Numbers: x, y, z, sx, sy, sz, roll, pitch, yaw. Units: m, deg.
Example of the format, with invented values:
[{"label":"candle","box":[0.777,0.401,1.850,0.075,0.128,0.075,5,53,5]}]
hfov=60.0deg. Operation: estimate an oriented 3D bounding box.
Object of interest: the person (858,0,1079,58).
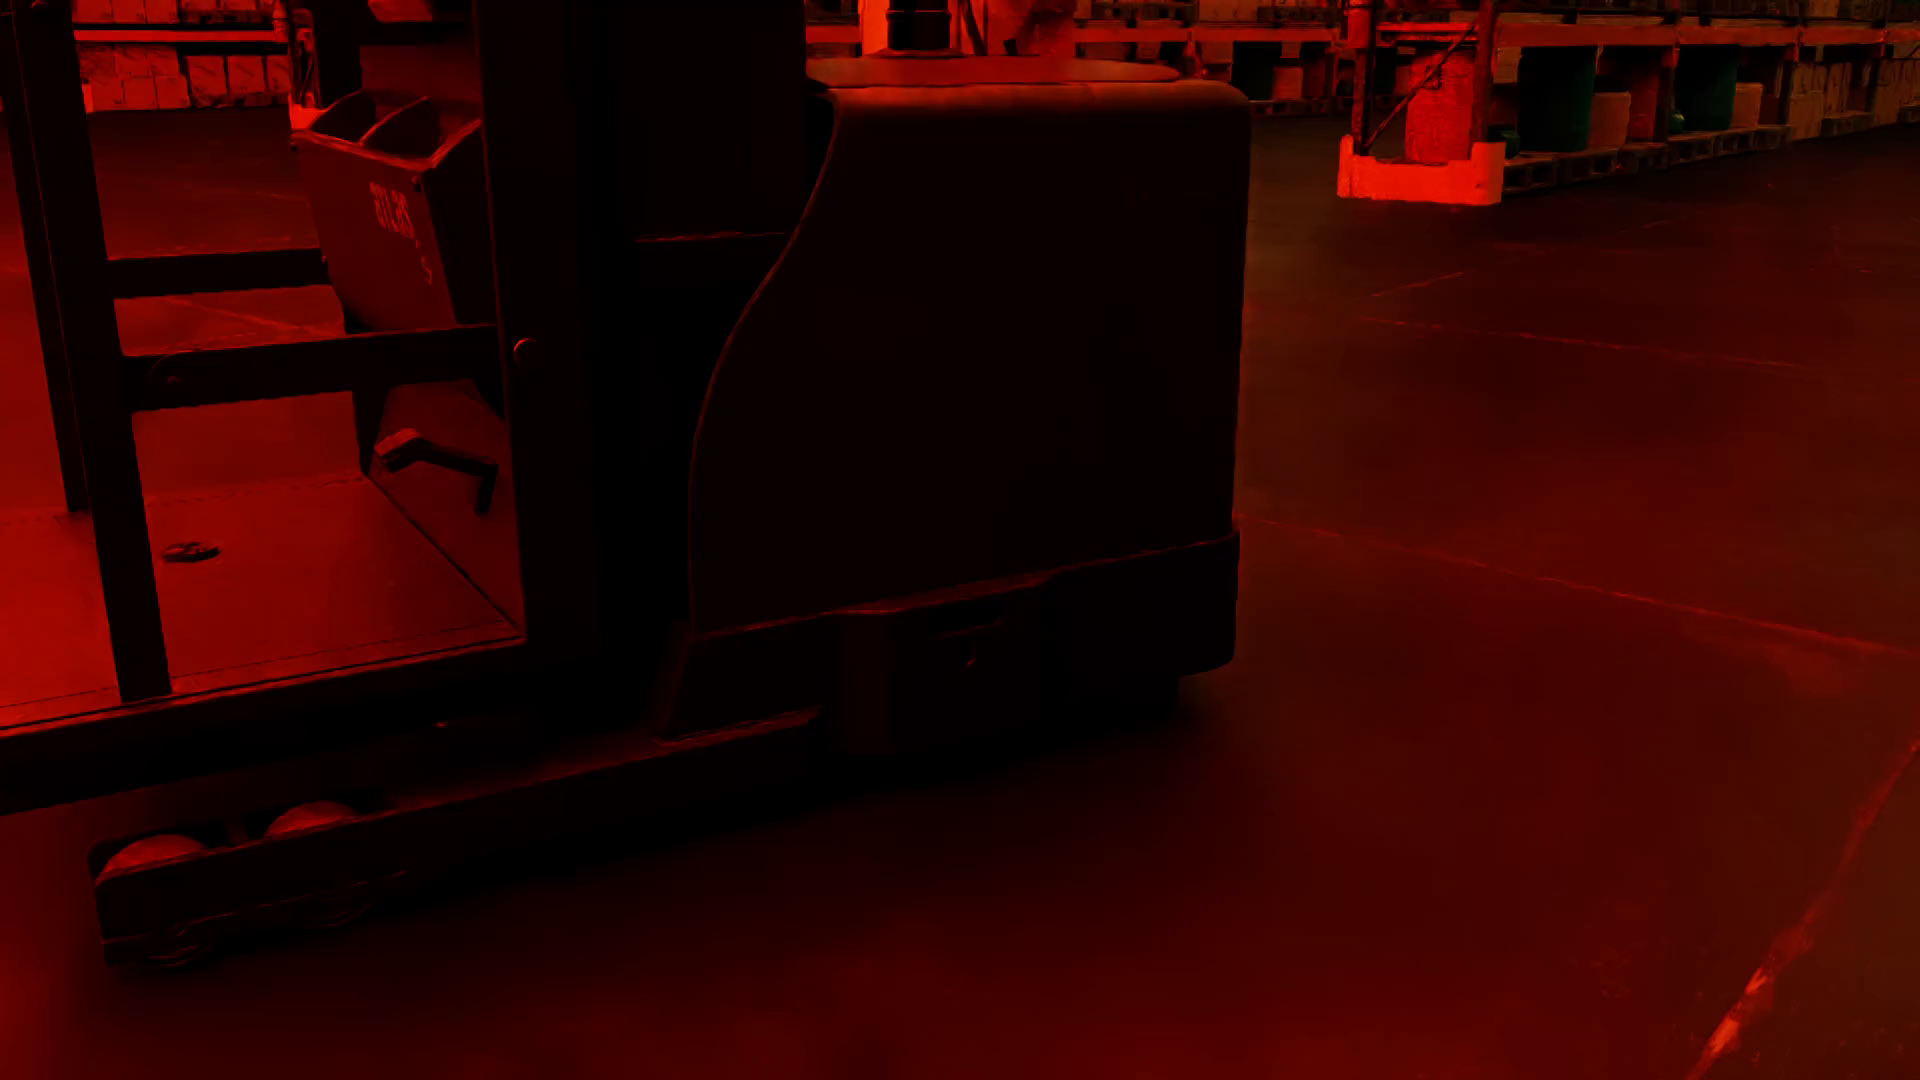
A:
[{"label":"person","box":[-0.010,-0.843,3.673,0.523,1.773,0.396,13,21,37]}]

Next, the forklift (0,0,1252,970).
[{"label":"forklift","box":[-1.035,-1.028,2.281,3.031,2.935,1.130,-10,19,-29]}]
